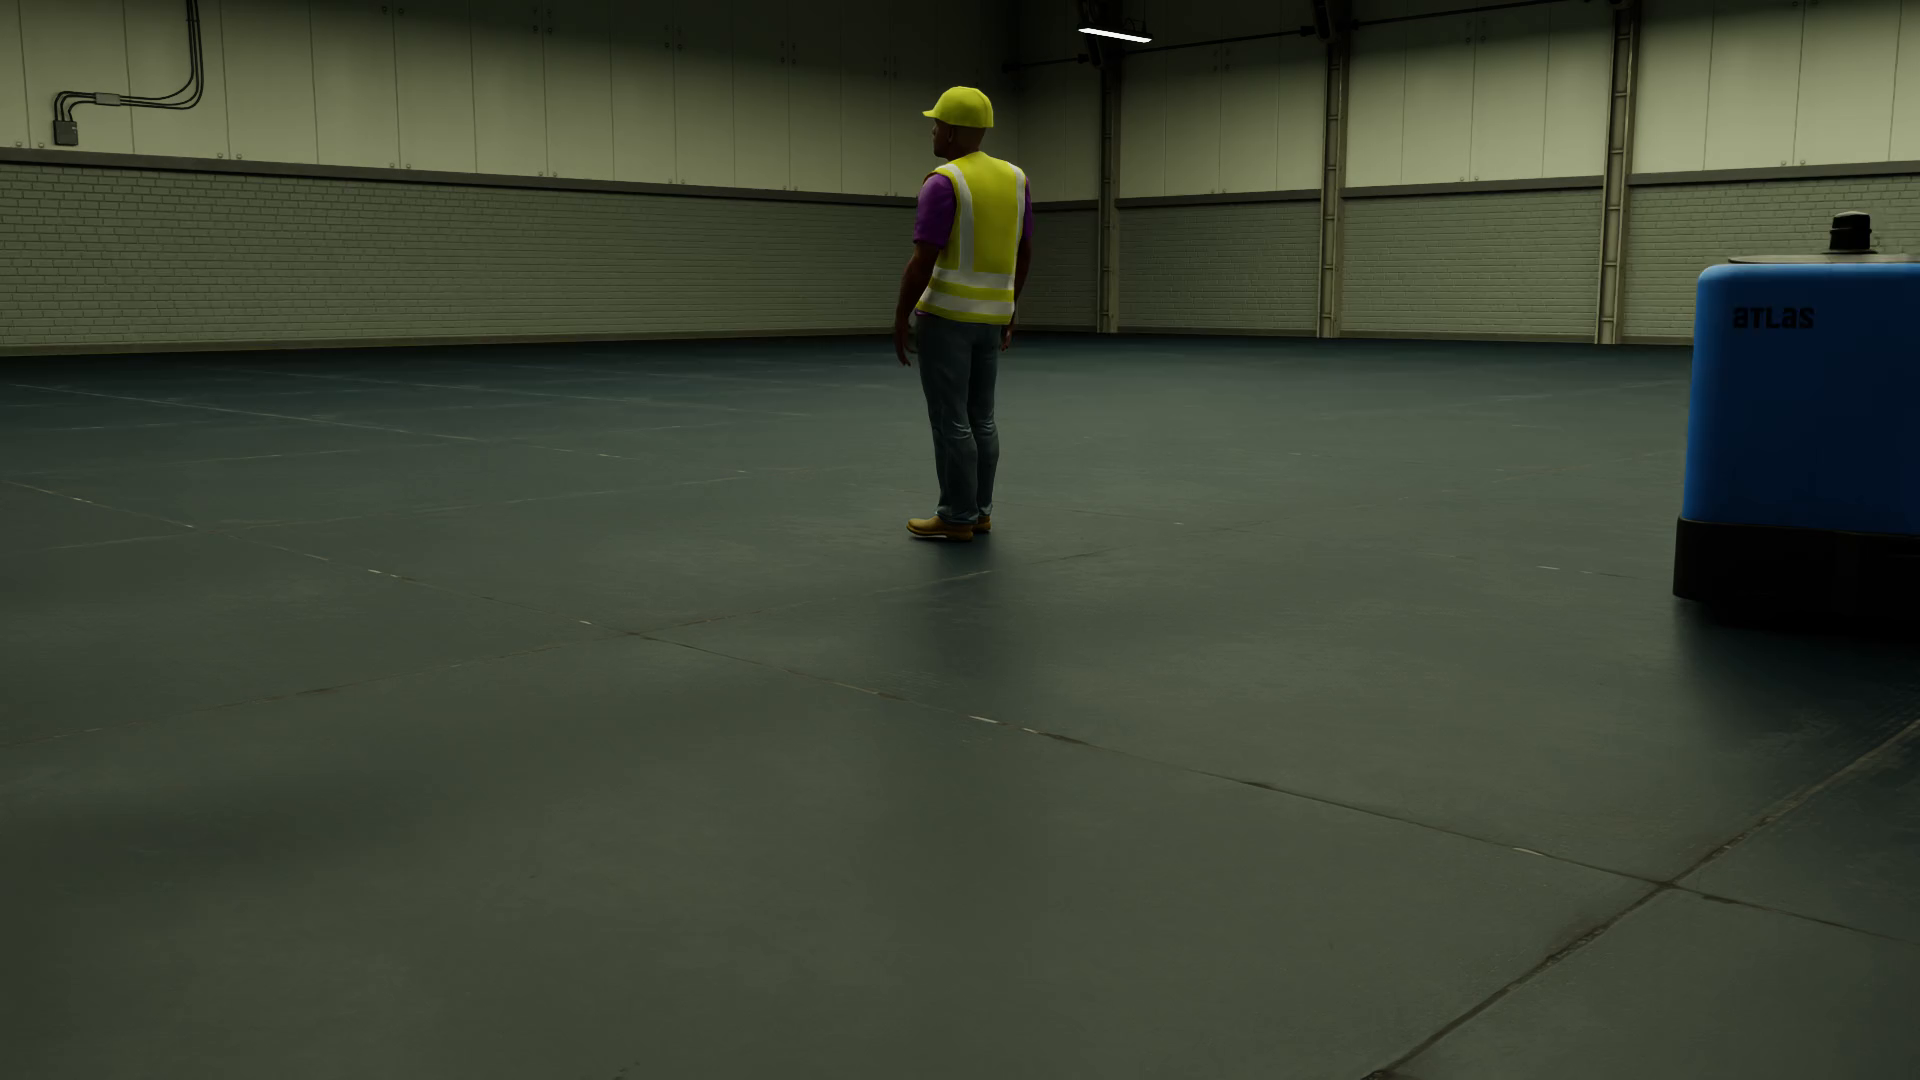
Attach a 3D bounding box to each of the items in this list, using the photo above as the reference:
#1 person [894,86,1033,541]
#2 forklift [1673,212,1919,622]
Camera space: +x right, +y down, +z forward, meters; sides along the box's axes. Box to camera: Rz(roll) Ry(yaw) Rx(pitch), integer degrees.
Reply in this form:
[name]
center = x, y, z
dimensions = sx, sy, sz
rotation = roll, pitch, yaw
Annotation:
[person]
center = -0.046, -0.889, 6.637
dimensions = 0.575, 1.768, 0.665
rotation = 8, 12, 43
[forklift]
center = 3.730, -1.158, 4.562
dimensions = 3.031, 2.935, 1.130
rotation = 5, 10, 29
